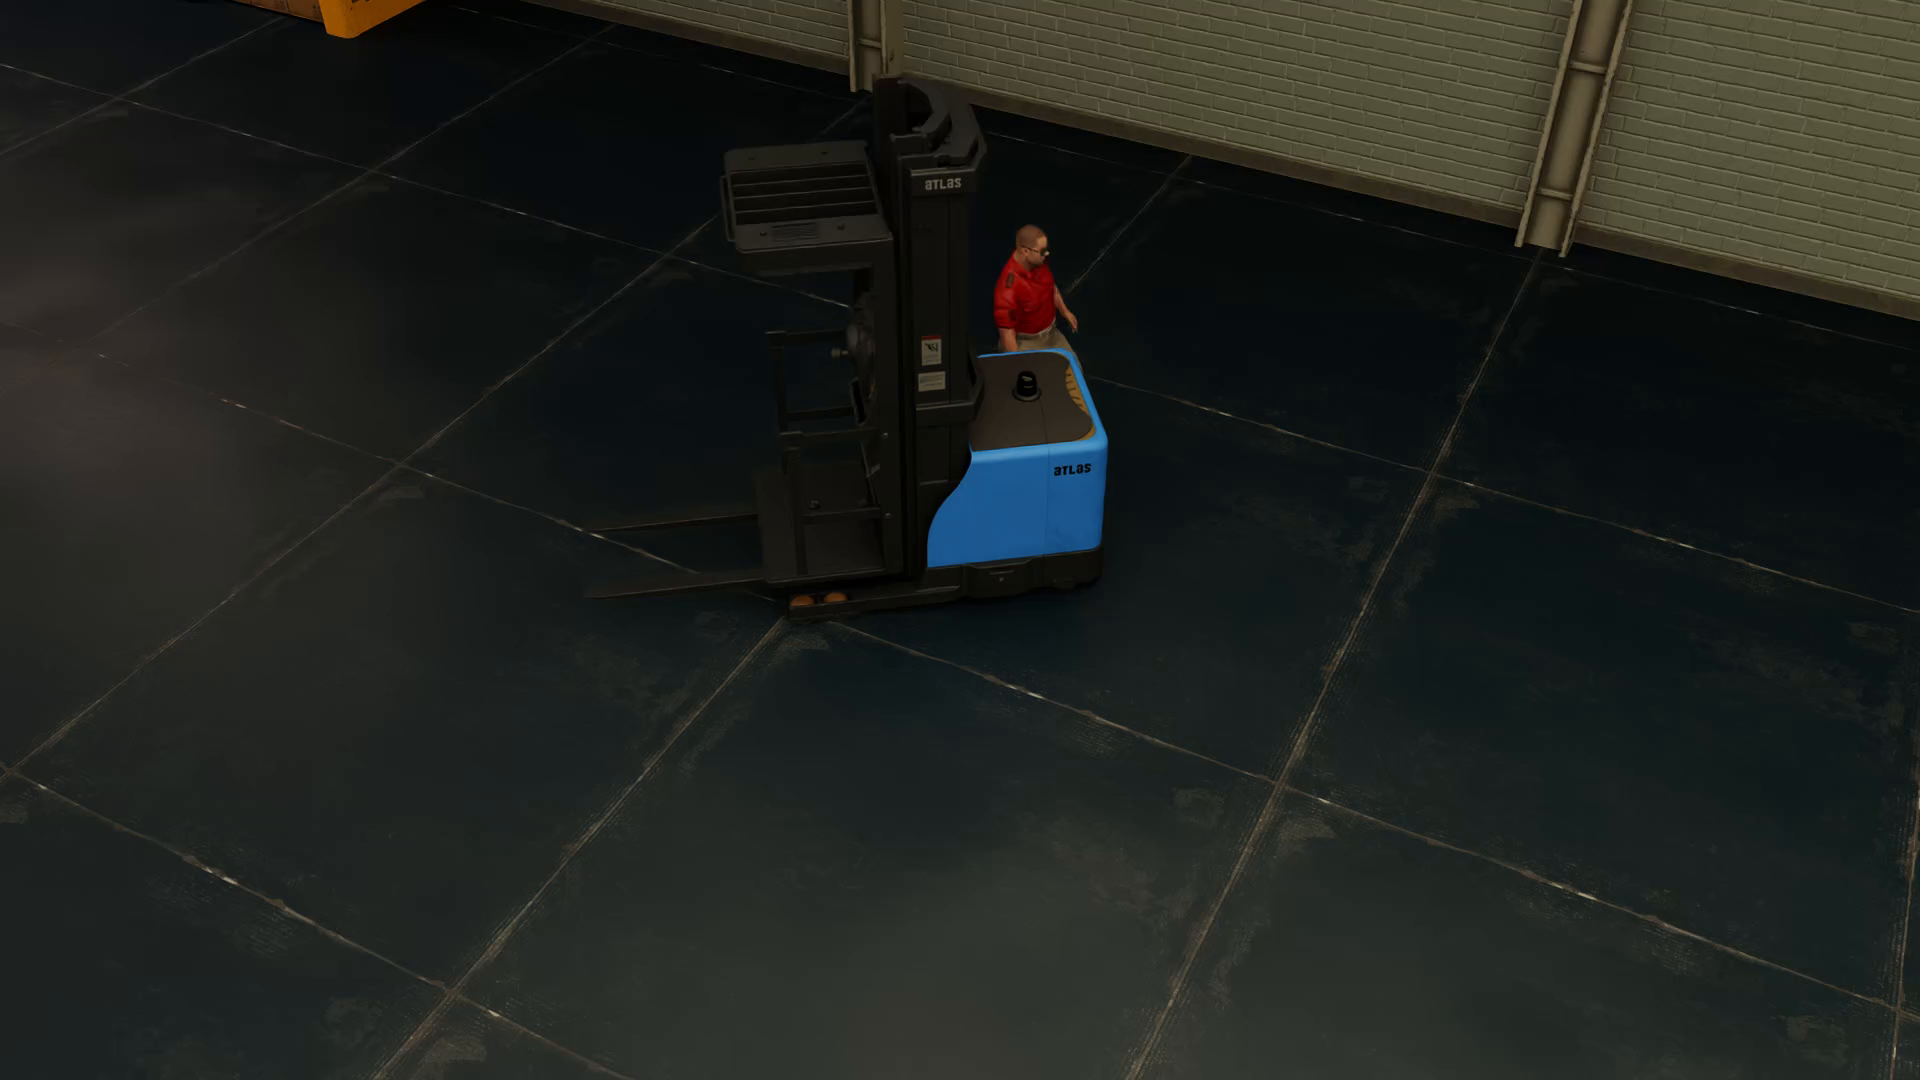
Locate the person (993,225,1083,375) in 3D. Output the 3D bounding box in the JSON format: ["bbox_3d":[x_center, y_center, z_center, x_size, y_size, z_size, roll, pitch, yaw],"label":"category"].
[{"bbox_3d":[0.470,-1.244,10.452,0.448,1.645,0.767,22,45,24],"label":"person"}]

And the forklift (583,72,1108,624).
[{"bbox_3d":[-0.720,-0.999,9.173,3.031,2.935,1.130,-6,41,-7],"label":"forklift"}]
